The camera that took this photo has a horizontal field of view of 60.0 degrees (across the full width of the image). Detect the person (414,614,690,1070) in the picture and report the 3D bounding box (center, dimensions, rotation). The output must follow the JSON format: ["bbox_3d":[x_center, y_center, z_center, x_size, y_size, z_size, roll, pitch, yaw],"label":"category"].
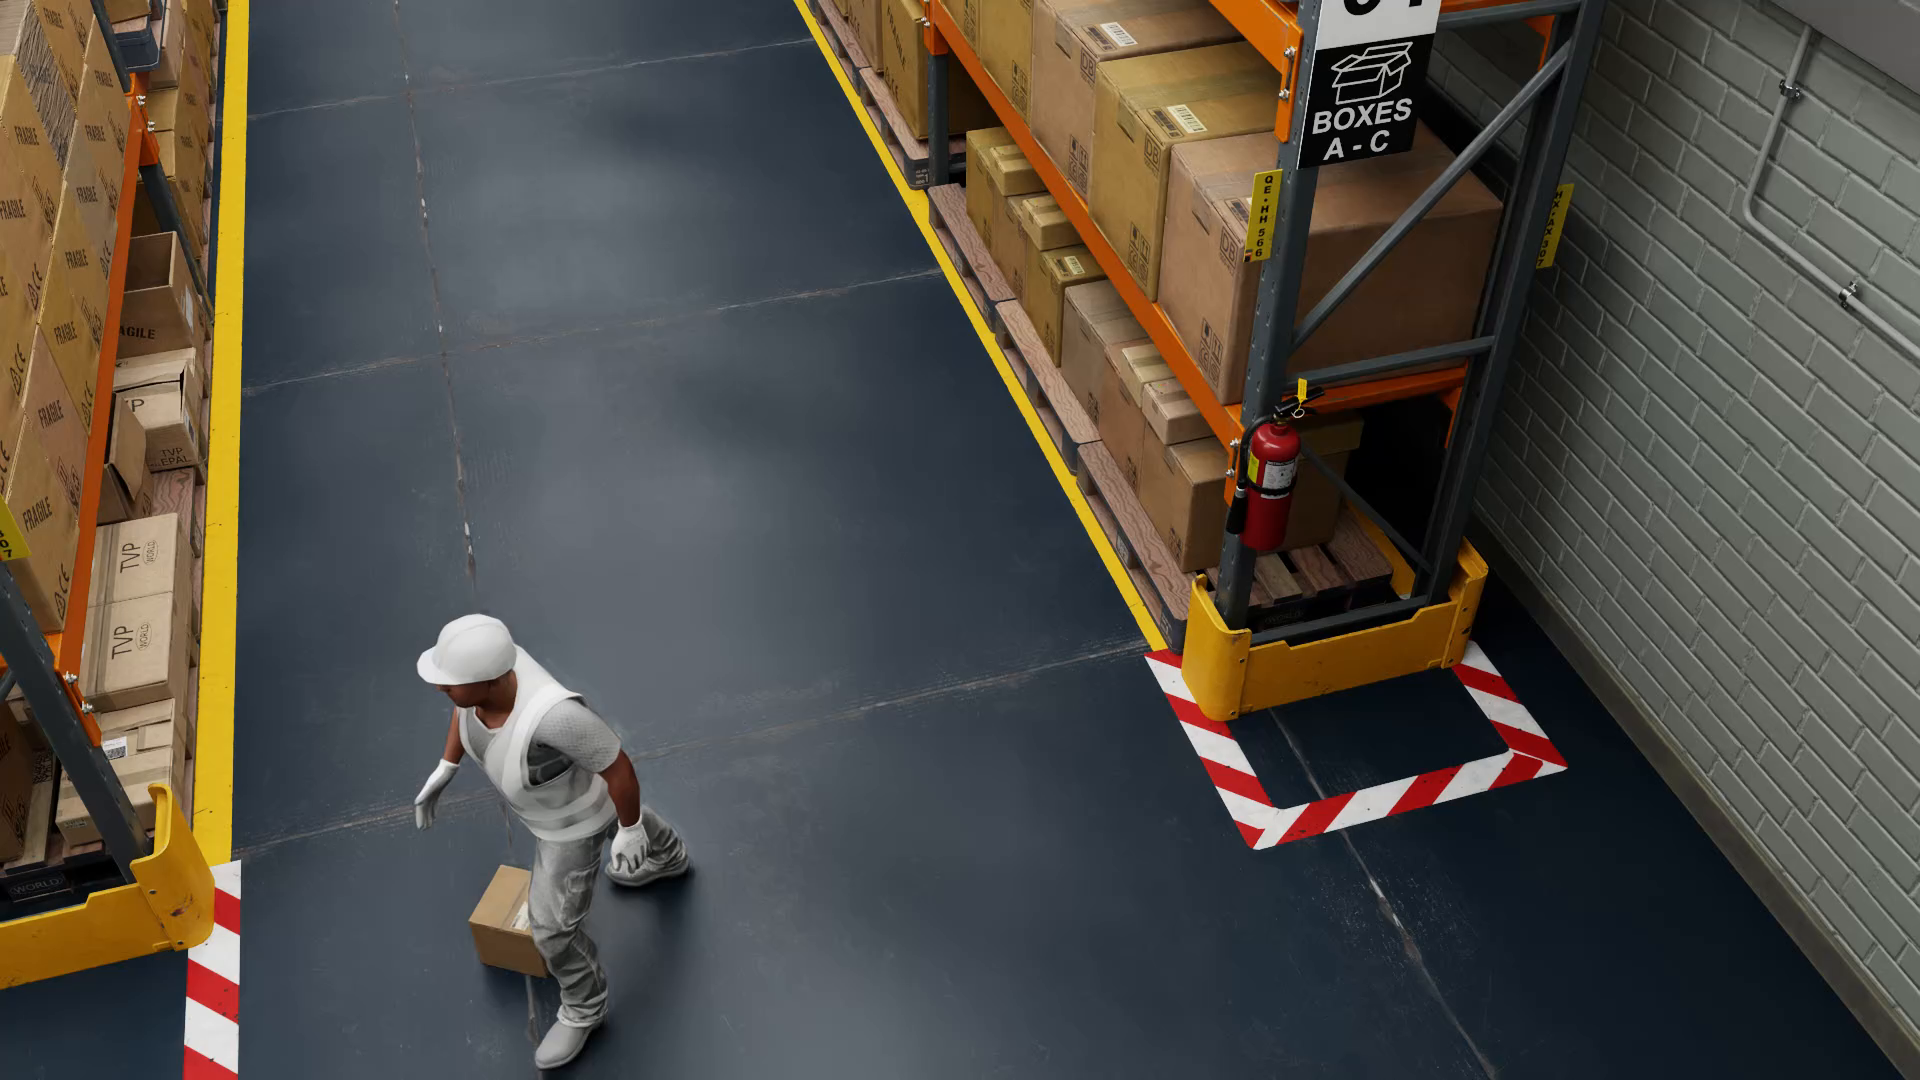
[{"bbox_3d":[-1.249,0.808,5.271,0.868,1.722,0.680,-27,49,-27],"label":"person"}]
